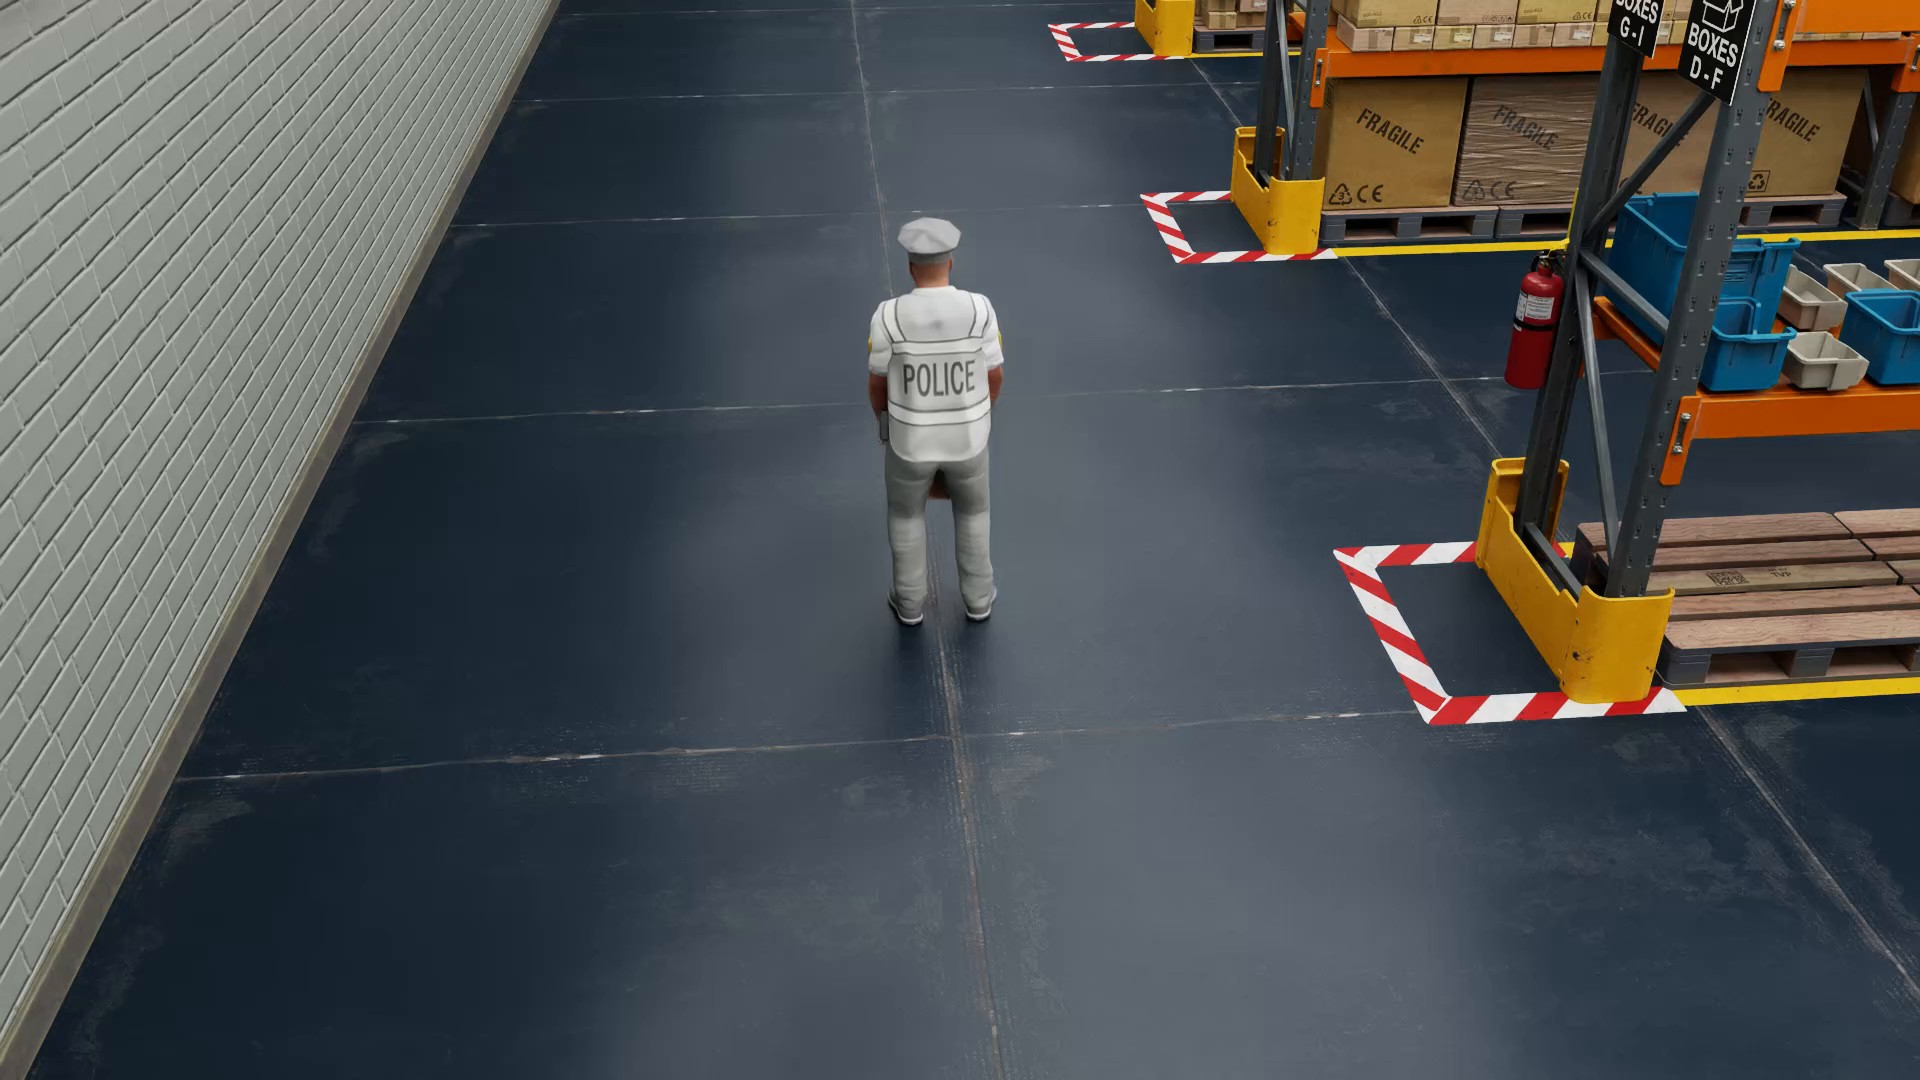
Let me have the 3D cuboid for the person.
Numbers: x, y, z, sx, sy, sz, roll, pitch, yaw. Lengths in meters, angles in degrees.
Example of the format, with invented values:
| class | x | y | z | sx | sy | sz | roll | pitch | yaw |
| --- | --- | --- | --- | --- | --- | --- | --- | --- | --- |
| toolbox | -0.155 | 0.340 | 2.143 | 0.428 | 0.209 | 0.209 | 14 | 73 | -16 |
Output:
| class | x | y | z | sx | sy | sz | roll | pitch | yaw |
| --- | --- | --- | --- | --- | --- | --- | --- | --- | --- |
| person | -0.098 | -0.437 | 6.850 | 0.561 | 1.753 | 0.438 | -4 | 31 | -6 |
